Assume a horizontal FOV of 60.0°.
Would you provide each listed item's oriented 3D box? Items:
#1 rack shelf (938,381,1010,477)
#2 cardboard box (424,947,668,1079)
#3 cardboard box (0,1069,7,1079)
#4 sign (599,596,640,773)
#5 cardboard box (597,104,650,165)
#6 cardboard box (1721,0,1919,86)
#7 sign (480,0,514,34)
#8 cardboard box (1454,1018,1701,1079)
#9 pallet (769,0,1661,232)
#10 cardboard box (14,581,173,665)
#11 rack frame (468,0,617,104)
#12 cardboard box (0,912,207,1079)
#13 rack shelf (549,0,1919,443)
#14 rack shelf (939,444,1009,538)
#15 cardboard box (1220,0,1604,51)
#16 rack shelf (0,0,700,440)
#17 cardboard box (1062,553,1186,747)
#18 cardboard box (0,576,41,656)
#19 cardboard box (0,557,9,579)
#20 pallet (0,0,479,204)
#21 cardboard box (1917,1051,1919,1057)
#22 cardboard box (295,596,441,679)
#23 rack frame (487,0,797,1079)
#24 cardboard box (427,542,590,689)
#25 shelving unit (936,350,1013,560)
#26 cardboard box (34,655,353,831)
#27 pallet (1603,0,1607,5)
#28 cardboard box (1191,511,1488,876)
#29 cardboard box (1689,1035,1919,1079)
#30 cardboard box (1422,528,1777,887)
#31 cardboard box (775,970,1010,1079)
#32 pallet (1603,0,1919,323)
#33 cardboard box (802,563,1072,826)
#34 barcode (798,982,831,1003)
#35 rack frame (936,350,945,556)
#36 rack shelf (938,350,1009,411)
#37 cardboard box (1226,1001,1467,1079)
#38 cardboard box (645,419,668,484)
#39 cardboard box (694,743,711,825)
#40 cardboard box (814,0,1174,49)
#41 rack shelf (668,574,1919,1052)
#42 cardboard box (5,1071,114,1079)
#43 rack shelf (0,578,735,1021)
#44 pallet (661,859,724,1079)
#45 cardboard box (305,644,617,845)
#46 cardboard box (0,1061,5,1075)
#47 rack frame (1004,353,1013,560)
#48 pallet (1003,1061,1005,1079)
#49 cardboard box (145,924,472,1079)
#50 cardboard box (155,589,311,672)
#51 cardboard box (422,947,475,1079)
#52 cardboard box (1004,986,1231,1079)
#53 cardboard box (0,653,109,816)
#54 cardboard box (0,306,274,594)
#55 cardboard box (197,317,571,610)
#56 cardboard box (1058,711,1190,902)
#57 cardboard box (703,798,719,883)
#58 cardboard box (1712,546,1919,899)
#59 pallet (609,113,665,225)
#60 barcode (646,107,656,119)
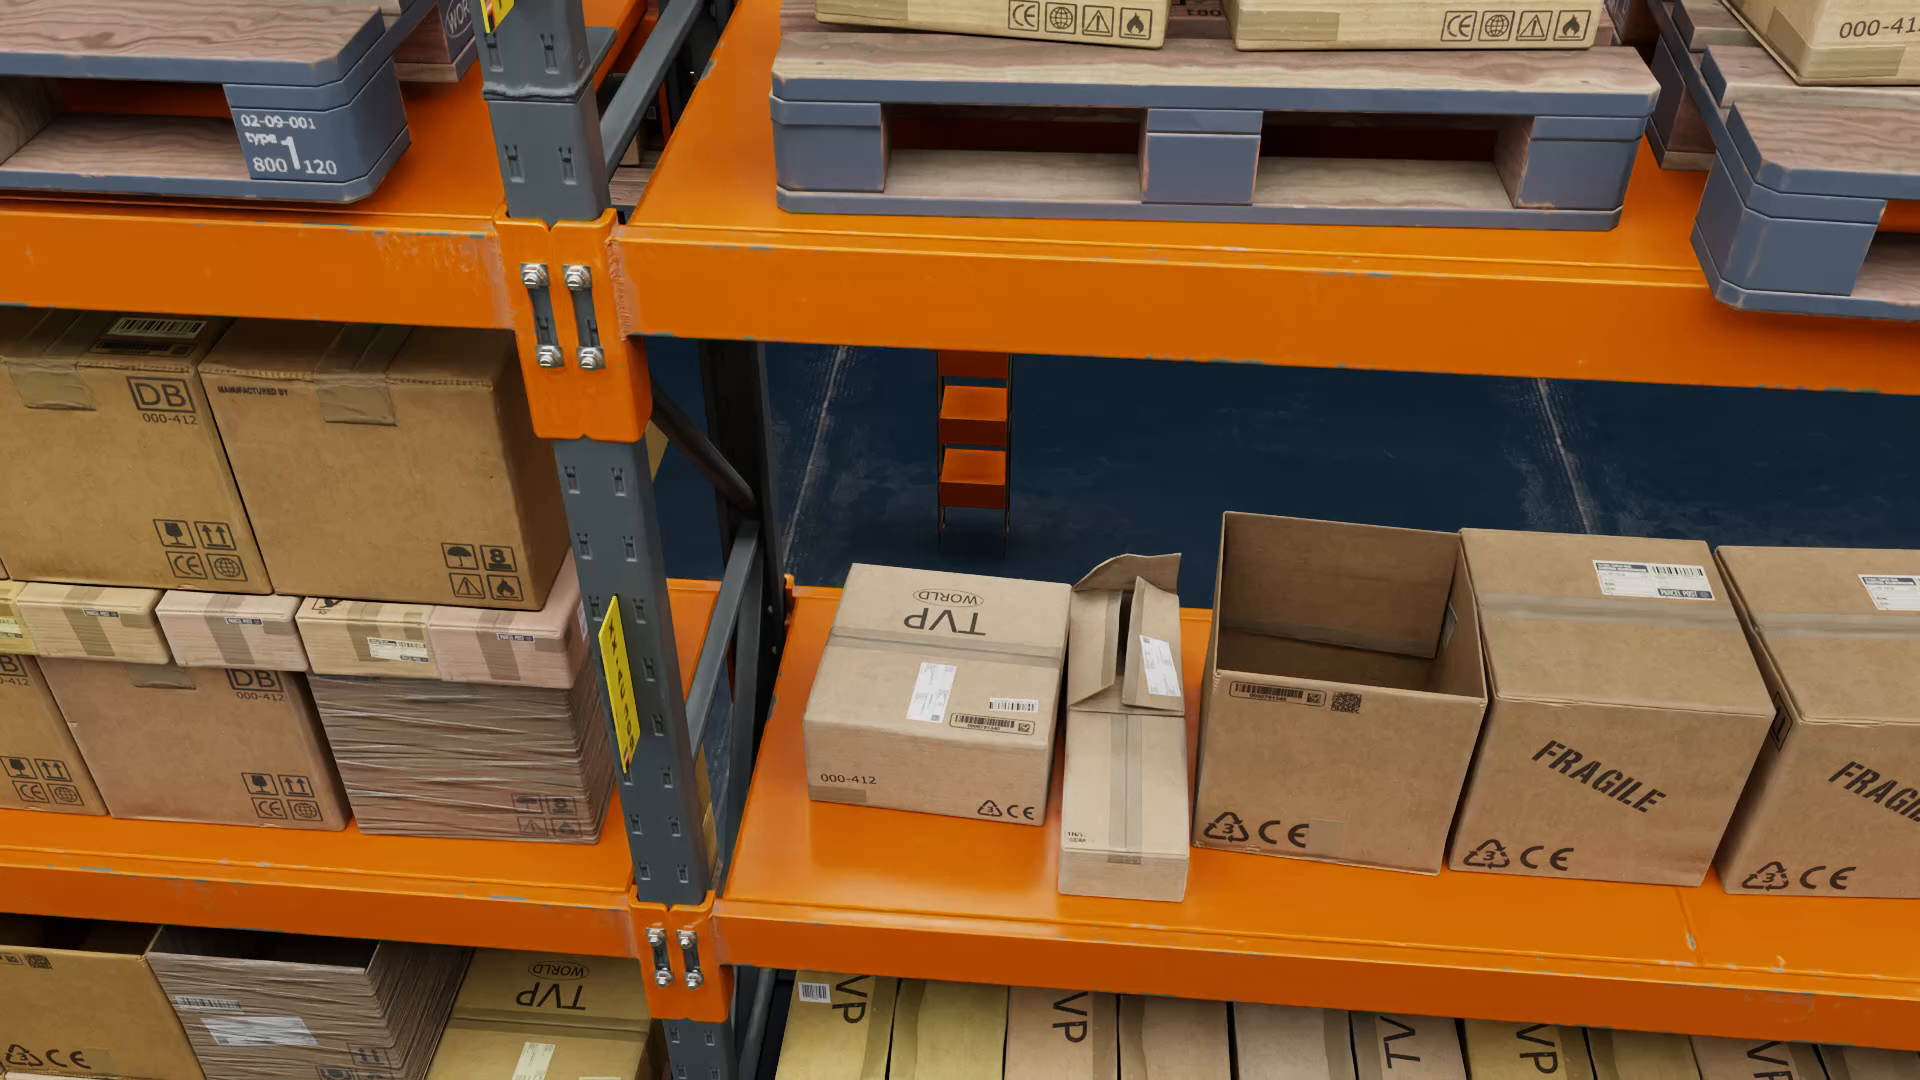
[{"bbox_3d":[0.053,-0.396,5.922,0.240,0.259,0.215,3,39,4],"label":"rack shelf"},{"bbox_3d":[-1.010,1.281,4.145,0.500,0.250,0.500,3,39,4],"label":"cardboard box"},{"bbox_3d":[-2.505,1.203,4.241,0.500,0.250,0.500,3,39,4],"label":"cardboard box"},{"bbox_3d":[-0.576,0.248,2.820,0.005,0.325,0.100,3,39,4],"label":"sign"},{"bbox_3d":[-1.698,-2.015,8.259,0.250,0.149,0.380,0,39,0],"label":"cardboard box"},{"bbox_3d":[1.370,-0.860,2.340,0.500,0.250,0.500,0,39,0],"label":"cardboard box"},{"bbox_3d":[-0.576,-0.780,1.983,0.005,0.325,0.100,3,39,4],"label":"sign"},{"bbox_3d":[1.392,1.214,3.784,0.500,0.311,0.500,4,39,5],"label":"cardboard box"},{"bbox_3d":[0.350,-0.784,2.612,1.217,0.209,0.805,2,39,2],"label":"pallet"},{"bbox_3d":[-1.588,0.054,3.214,0.250,0.149,0.380,3,39,4],"label":"cardboard box"},{"bbox_3d":[-0.530,-2.061,1.654,0.127,3.000,1.000,3,39,4],"label":"rack frame"},{"bbox_3d":[-2.006,0.931,3.981,0.500,0.500,0.500,3,39,4],"label":"cardboard box"},{"bbox_3d":[1.463,-0.510,2.694,4.000,0.370,1.077,3,39,4],"label":"rack shelf"},{"bbox_3d":[0.053,-0.180,6.097,0.240,0.259,0.215,3,39,4],"label":"rack shelf"},{"bbox_3d":[0.631,-0.935,2.432,0.500,0.250,0.500,0,39,-1],"label":"cardboard box"},{"bbox_3d":[-2.522,-0.727,2.961,4.000,0.370,1.077,3,39,4],"label":"rack shelf"},{"bbox_3d":[0.362,0.250,3.673,0.258,0.266,0.396,2,39,3],"label":"cardboard box"},{"bbox_3d":[-1.833,0.039,3.233,0.250,0.149,0.380,3,39,4],"label":"cardboard box"},{"bbox_3d":[-1.975,-0.351,3.198,0.500,0.500,0.700,3,39,4],"label":"cardboard box"},{"bbox_3d":[-1.382,-0.893,2.665,1.213,0.211,1.003,3,39,4],"label":"pallet"},{"bbox_3d":[2.394,1.272,3.713,0.500,0.311,0.500,3,39,3],"label":"cardboard box"},{"bbox_3d":[-1.065,0.081,3.182,0.250,0.149,0.380,2,39,3],"label":"cardboard box"},{"bbox_3d":[-0.530,0.266,3.547,0.127,3.000,1.000,3,39,4],"label":"rack frame"},{"bbox_3d":[-0.819,0.095,3.164,0.250,0.149,0.380,3,39,4],"label":"cardboard box"},{"bbox_3d":[0.053,-0.404,5.915,0.252,1.050,0.215,3,39,4],"label":"shelving unit"},{"bbox_3d":[-1.498,0.182,3.571,0.500,0.500,0.700,3,39,3],"label":"cardboard box"},{"bbox_3d":[3.160,-2.529,7.133,1.003,0.211,1.213,3,39,4],"label":"pallet"},{"bbox_3d":[0.759,0.308,3.417,0.500,0.500,0.500,6,40,7],"label":"cardboard box"},{"bbox_3d":[1.891,1.243,3.749,0.500,0.311,0.500,3,39,4],"label":"cardboard box"},{"bbox_3d":[1.258,0.335,3.383,0.500,0.500,0.500,3,39,4],"label":"cardboard box"},{"bbox_3d":[-0.139,1.131,3.886,0.500,0.311,0.500,3,39,4],"label":"cardboard box"},{"bbox_3d":[1.657,-0.646,2.441,1.213,0.211,1.003,5,39,6],"label":"pallet"},{"bbox_3d":[-0.035,0.323,3.595,0.500,0.250,0.500,5,39,7],"label":"cardboard box"},{"bbox_3d":[-0.311,0.968,3.556,0.075,0.075,0.001,3,39,4],"label":"barcode"},{"bbox_3d":[-0.068,-0.411,5.923,0.008,1.050,0.200,3,39,4],"label":"rack frame"},{"bbox_3d":[0.053,-0.616,5.743,0.240,0.259,0.215,3,39,4],"label":"rack shelf"},{"bbox_3d":[0.875,1.189,3.814,0.500,0.311,0.500,2,39,2],"label":"cardboard box"},{"bbox_3d":[-0.781,-0.161,3.479,0.250,0.149,0.380,3,39,4],"label":"cardboard box"},{"bbox_3d":[-0.965,0.656,4.319,0.500,0.500,0.500,3,39,4],"label":"cardboard box"},{"bbox_3d":[0.083,-0.963,2.467,0.500,0.250,0.500,7,40,8],"label":"cardboard box"},{"bbox_3d":[1.463,0.654,3.641,4.000,0.370,1.077,3,39,4],"label":"rack shelf"},{"bbox_3d":[-2.007,1.230,4.208,0.500,0.250,0.500,3,39,4],"label":"cardboard box"},{"bbox_3d":[-2.522,0.436,3.908,4.000,0.370,1.077,3,39,4],"label":"rack shelf"},{"bbox_3d":[-1.318,1.278,4.513,1.213,0.211,1.003,3,39,4],"label":"pallet"},{"bbox_3d":[-0.972,0.207,3.541,0.500,0.500,0.700,2,39,3],"label":"cardboard box"},{"bbox_3d":[-2.505,0.913,4.004,0.500,0.500,0.500,3,39,4],"label":"cardboard box"},{"bbox_3d":[0.175,-0.398,5.907,0.008,1.050,0.200,3,39,4],"label":"rack frame"},{"bbox_3d":[0.208,1.363,4.408,1.213,0.211,1.003,3,39,4],"label":"pallet"},{"bbox_3d":[-1.508,0.956,3.951,0.500,0.500,0.500,3,39,4],"label":"cardboard box"},{"bbox_3d":[-1.326,0.068,3.197,0.250,0.149,0.380,2,39,3],"label":"cardboard box"},{"bbox_3d":[-1.508,1.248,4.186,0.500,0.250,0.500,3,39,4],"label":"cardboard box"},{"bbox_3d":[0.359,1.162,3.848,0.500,0.311,0.500,3,39,3],"label":"cardboard box"},{"bbox_3d":[-1.998,0.152,3.607,0.500,0.500,0.700,4,39,5],"label":"cardboard box"},{"bbox_3d":[-1.476,-0.323,3.164,0.500,0.500,0.700,3,39,4],"label":"cardboard box"},{"bbox_3d":[-0.972,-0.296,3.131,0.500,0.500,0.700,3,39,4],"label":"cardboard box"},{"bbox_3d":[0.336,0.540,3.409,0.250,0.149,0.380,3,39,4],"label":"cardboard box"},{"bbox_3d":[-0.965,0.953,4.548,0.500,0.250,0.500,3,39,4],"label":"cardboard box"},{"bbox_3d":[1.782,0.364,3.348,0.500,0.500,0.500,1,39,1],"label":"cardboard box"},{"bbox_3d":[-1.997,-1.848,8.353,1.213,0.211,1.003,3,39,4],"label":"pallet"},{"bbox_3d":[-1.557,-2.139,8.323,0.075,0.075,0.001,3,39,4],"label":"barcode"}]
